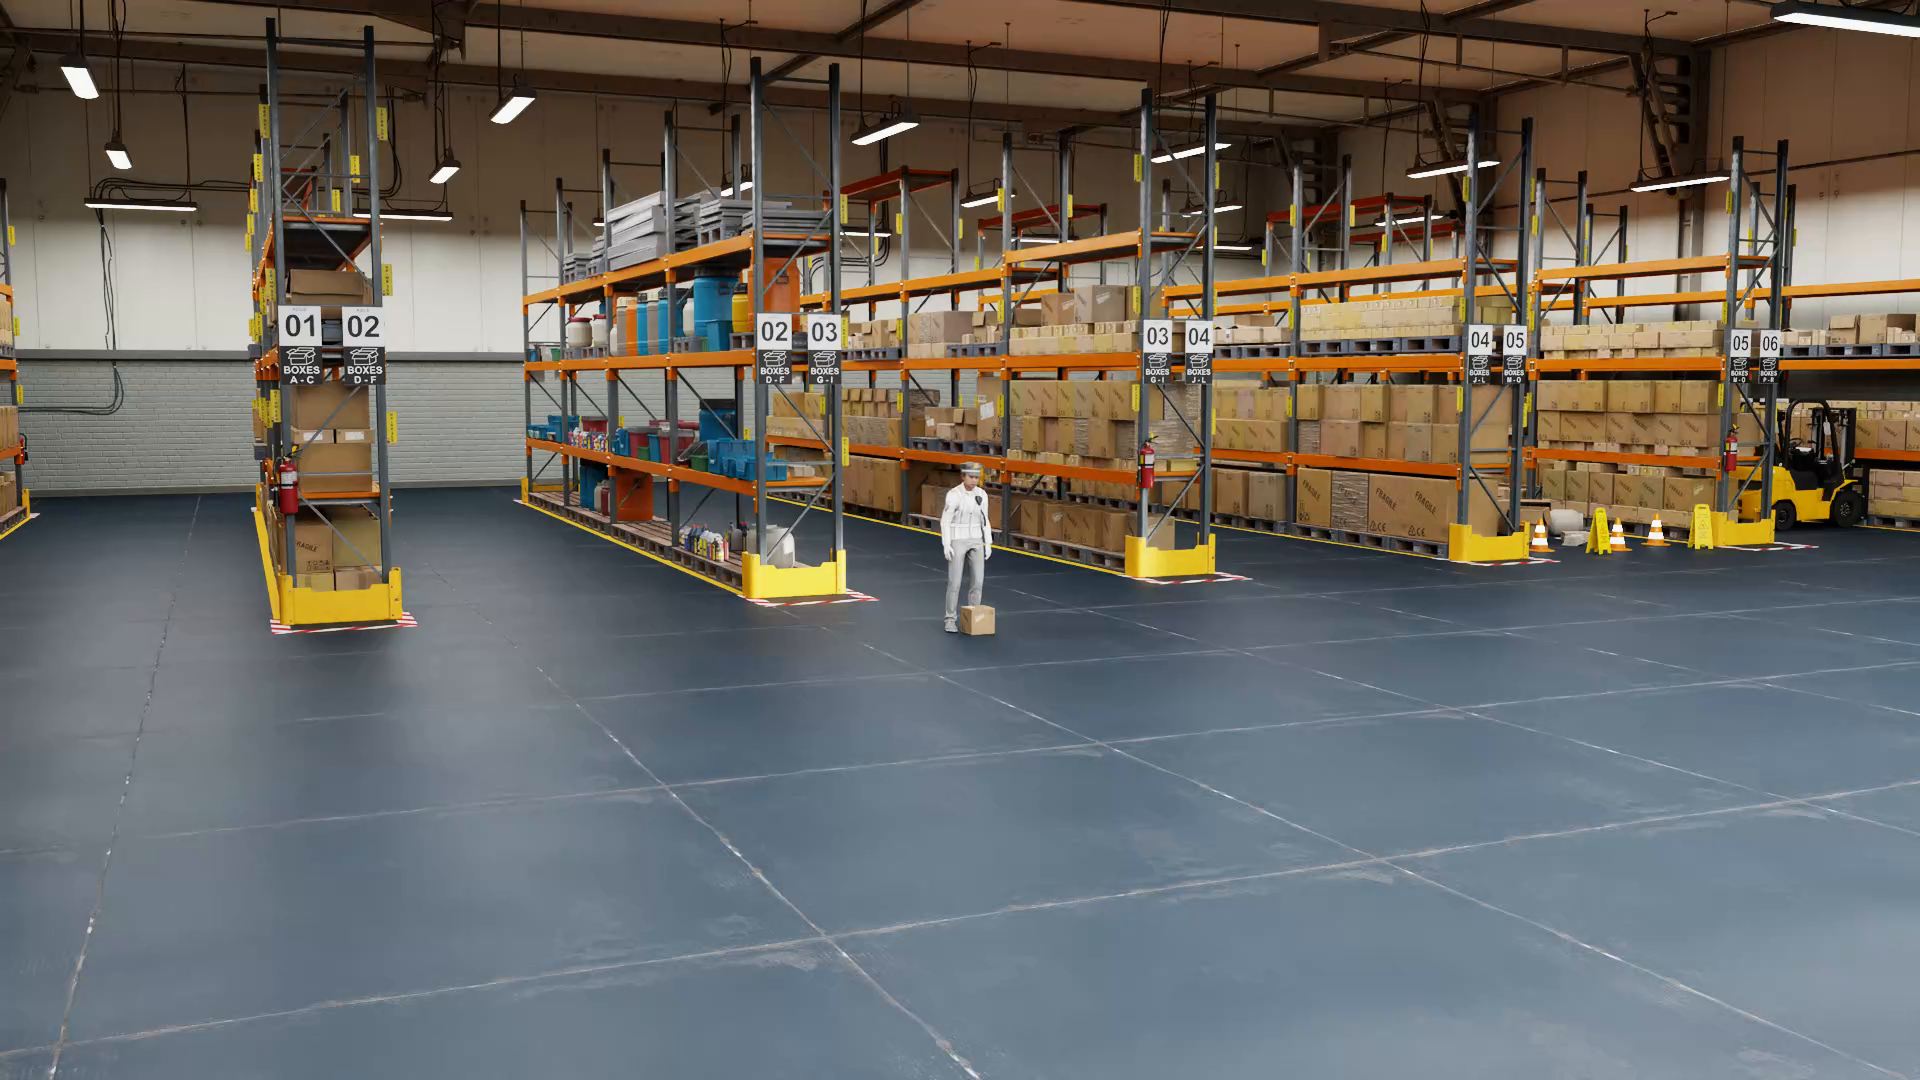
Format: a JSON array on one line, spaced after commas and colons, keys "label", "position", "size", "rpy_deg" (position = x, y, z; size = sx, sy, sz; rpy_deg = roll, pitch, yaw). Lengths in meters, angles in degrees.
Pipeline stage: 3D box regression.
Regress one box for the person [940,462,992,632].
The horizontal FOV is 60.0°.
[{"label": "person", "position": [0.073, 0.059, 16.370], "size": [0.528, 1.664, 0.403], "rpy_deg": [-2, 6, -24]}]
